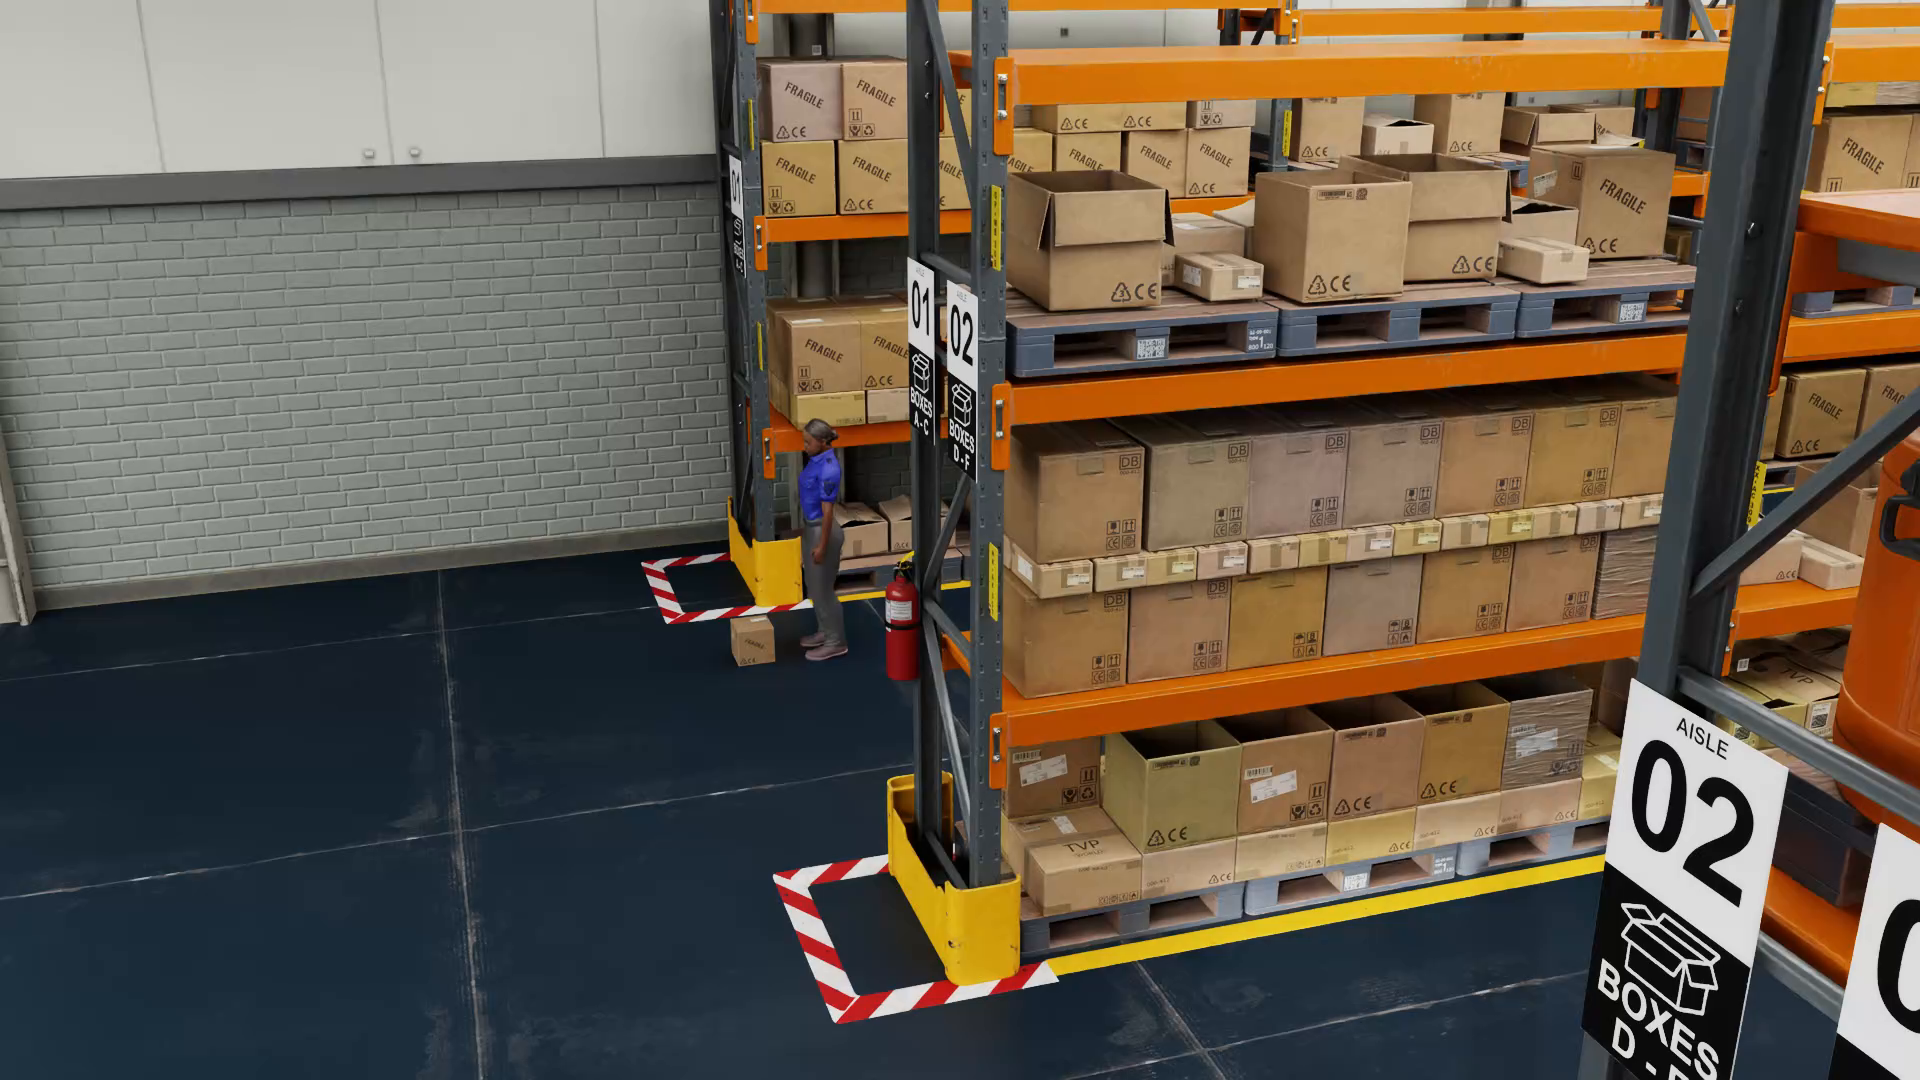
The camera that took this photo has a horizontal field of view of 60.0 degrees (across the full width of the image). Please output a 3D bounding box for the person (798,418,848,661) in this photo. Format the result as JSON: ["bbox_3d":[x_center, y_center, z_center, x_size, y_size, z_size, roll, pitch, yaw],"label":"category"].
[{"bbox_3d":[-0.929,-0.016,11.135,0.301,1.655,0.438,-5,20,-14],"label":"person"}]
